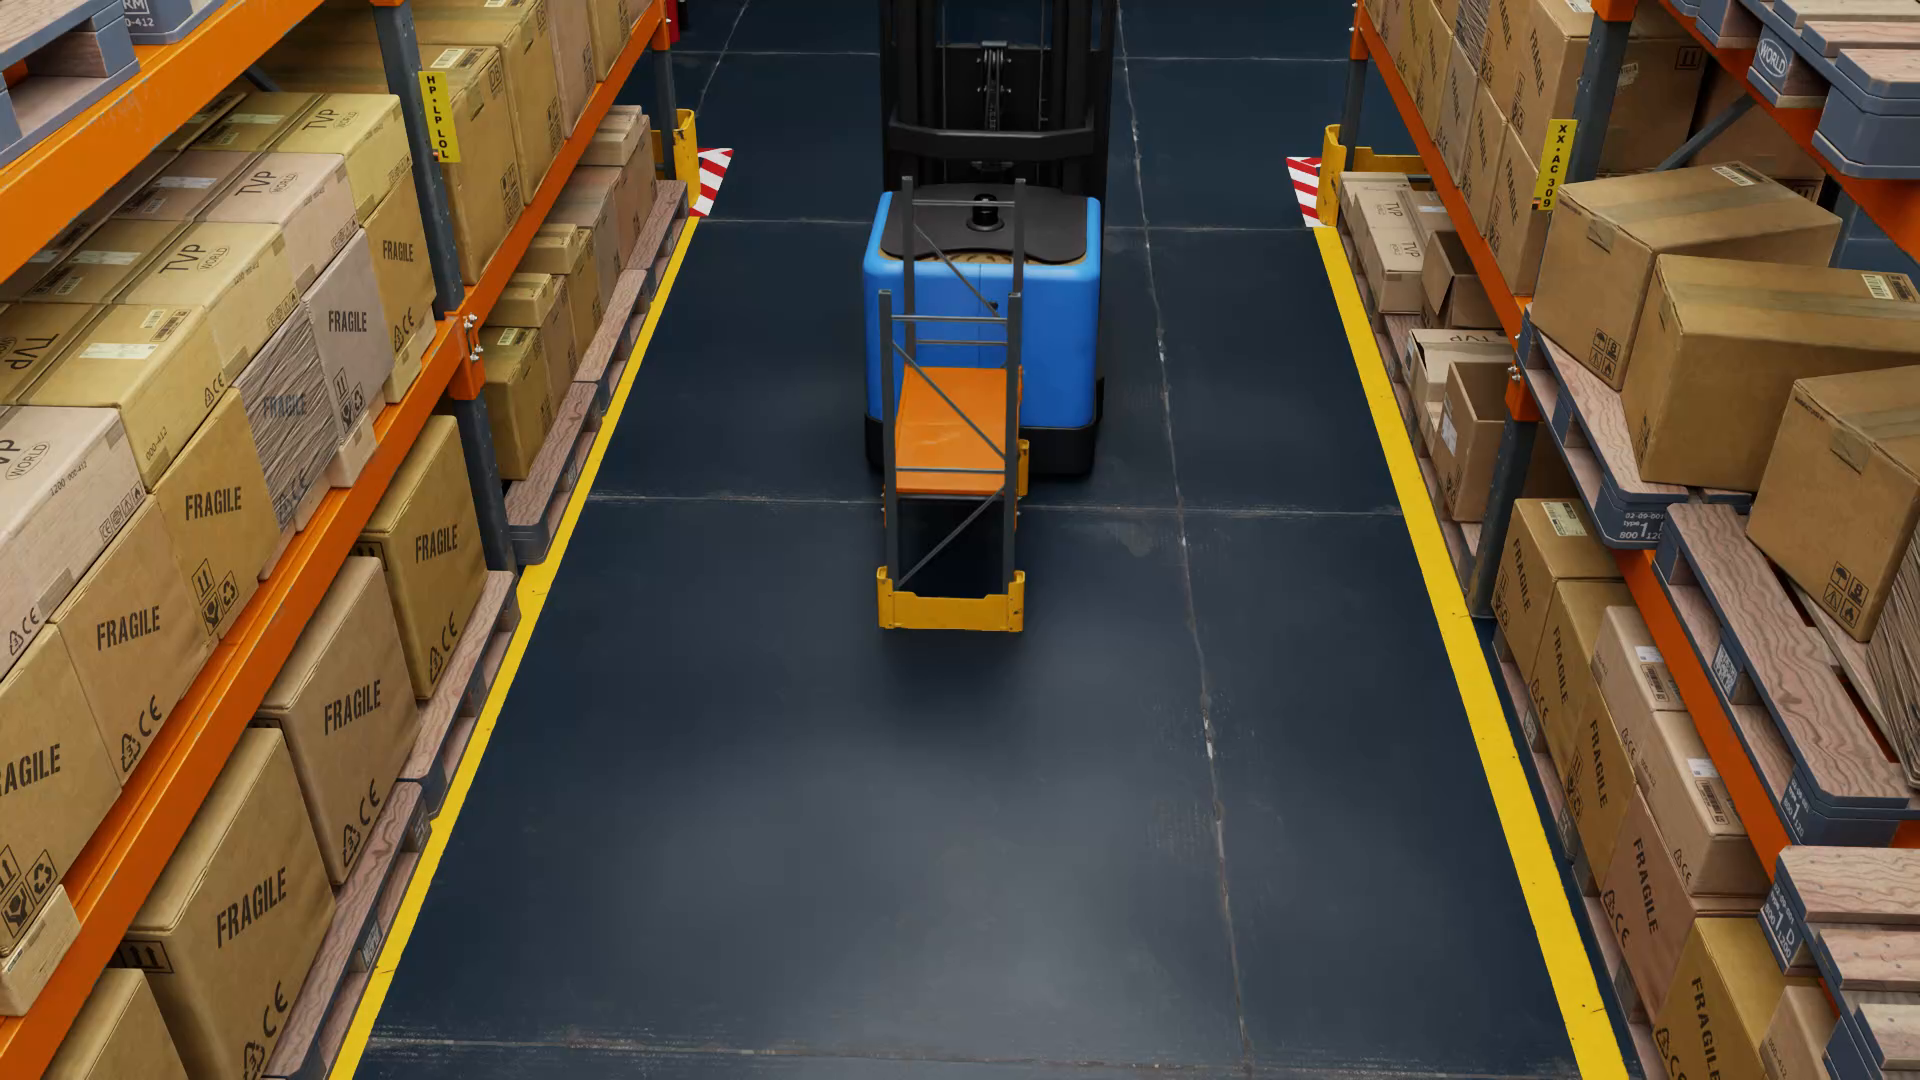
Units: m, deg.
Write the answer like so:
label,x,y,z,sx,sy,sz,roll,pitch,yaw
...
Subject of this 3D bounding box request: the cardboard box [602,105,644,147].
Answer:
label,x,y,z,sx,sy,sz,roll,pitch,yaw
cardboard box,-1.951,-2.269,9.114,0.380,0.149,0.250,1,35,1

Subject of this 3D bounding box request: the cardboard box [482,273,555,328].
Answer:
label,x,y,z,sx,sy,sz,roll,pitch,yaw
cardboard box,-2.032,-1.073,7.412,0.380,0.149,0.250,2,35,3

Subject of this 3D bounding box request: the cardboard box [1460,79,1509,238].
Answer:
label,x,y,z,sx,sy,sz,roll,pitch,yaw
cardboard box,2.373,-1.556,6.769,0.500,0.500,0.500,2,35,3

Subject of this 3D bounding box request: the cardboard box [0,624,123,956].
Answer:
label,x,y,z,sx,sy,sz,roll,pitch,yaw
cardboard box,-2.215,0.515,3.545,0.500,0.500,0.500,2,35,3

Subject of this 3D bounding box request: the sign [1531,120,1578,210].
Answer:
label,x,y,z,sx,sy,sz,roll,pitch,yaw
sign,2.047,-1.288,5.722,0.100,0.325,0.005,1,35,2

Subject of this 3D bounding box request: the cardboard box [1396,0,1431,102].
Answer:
label,x,y,z,sx,sy,sz,roll,pitch,yaw
cardboard box,2.430,-2.432,8.014,0.500,0.500,0.500,1,35,2

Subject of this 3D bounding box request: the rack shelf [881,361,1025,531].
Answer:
label,x,y,z,sx,sy,sz,roll,pitch,yaw
rack shelf,-0.011,-0.405,6.835,0.538,0.185,1.000,2,35,2

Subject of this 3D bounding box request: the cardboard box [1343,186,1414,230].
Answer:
label,x,y,z,sx,sy,sz,roll,pitch,yaw
cardboard box,2.380,-1.869,9.382,0.380,0.166,0.250,1,35,2

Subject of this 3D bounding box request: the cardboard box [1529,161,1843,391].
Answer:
label,x,y,z,sx,sy,sz,roll,pitch,yaw
cardboard box,2.347,-0.872,5.430,0.700,0.500,0.500,-10,36,-14

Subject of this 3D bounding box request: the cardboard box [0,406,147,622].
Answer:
label,x,y,z,sx,sy,sz,roll,pitch,yaw
cardboard box,-2.208,-0.069,3.724,0.500,0.250,0.500,2,35,2

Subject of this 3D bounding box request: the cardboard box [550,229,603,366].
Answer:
label,x,y,z,sx,sy,sz,roll,pitch,yaw
cardboard box,-2.182,-1.198,8.155,0.700,0.500,0.500,2,35,3

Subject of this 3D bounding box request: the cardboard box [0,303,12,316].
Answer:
label,x,y,z,sx,sy,sz,roll,pitch,yaw
cardboard box,-2.694,-0.369,4.151,0.500,0.250,0.500,1,35,1

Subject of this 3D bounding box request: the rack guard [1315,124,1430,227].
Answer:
label,x,y,z,sx,sy,sz,roll,pitch,yaw
rack guard,2.747,-2.158,9.886,1.175,0.500,0.348,1,35,2

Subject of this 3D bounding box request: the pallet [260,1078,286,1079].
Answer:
label,x,y,z,sx,sy,sz,roll,pitch,yaw
pallet,-2.414,1.949,4.293,1.003,0.211,1.213,1,35,2

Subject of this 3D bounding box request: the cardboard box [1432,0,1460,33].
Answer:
label,x,y,z,sx,sy,sz,roll,pitch,yaw
cardboard box,2.411,-2.546,7.307,0.500,0.500,0.500,1,35,1

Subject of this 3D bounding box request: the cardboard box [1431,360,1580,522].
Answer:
label,x,y,z,sx,sy,sz,roll,pitch,yaw
cardboard box,2.329,-0.417,7.026,0.500,0.500,0.500,1,35,2

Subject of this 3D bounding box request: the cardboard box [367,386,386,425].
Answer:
label,x,y,z,sx,sy,sz,roll,pitch,yaw
cardboard box,-2.133,-0.450,5.482,0.380,0.149,0.250,2,35,3

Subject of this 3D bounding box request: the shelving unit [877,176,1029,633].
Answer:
label,x,y,z,sx,sy,sz,roll,pitch,yaw
shelving unit,-0.011,-0.558,6.739,0.587,1.500,1.083,2,35,2

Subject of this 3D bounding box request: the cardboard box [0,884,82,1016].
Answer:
label,x,y,z,sx,sy,sz,roll,pitch,yaw
cardboard box,-2.162,0.875,3.597,0.380,0.149,0.250,2,35,3

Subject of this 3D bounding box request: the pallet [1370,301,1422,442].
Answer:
label,x,y,z,sx,sy,sz,roll,pitch,yaw
pallet,2.664,-0.882,8.322,1.003,0.211,1.213,1,35,2

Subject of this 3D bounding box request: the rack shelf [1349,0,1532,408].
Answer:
label,x,y,z,sx,sy,sz,roll,pitch,yaw
rack shelf,2.670,-1.781,7.801,1.077,0.370,4.000,1,35,2

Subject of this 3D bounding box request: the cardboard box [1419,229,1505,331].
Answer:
label,x,y,z,sx,sy,sz,roll,pitch,yaw
cardboard box,2.660,-1.164,8.086,0.797,0.503,0.637,1,35,2

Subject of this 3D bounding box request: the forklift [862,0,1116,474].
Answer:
label,x,y,z,sx,sy,sz,roll,pitch,yaw
forklift,0.187,-2.324,8.007,1.130,2.935,3.031,2,35,3

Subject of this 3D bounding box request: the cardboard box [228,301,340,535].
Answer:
label,x,y,z,sx,sy,sz,roll,pitch,yaw
cardboard box,-2.166,-0.356,4.785,0.500,0.500,0.500,1,35,2

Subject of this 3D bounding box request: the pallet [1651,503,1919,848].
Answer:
label,x,y,z,sx,sy,sz,roll,pitch,yaw
pallet,2.502,0.333,4.334,1.003,0.211,1.213,1,35,2

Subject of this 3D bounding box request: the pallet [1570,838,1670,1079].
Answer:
label,x,y,z,sx,sy,sz,roll,pitch,yaw
pallet,2.548,1.386,5.095,1.003,0.211,1.213,1,35,2

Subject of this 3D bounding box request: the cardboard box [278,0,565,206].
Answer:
label,x,y,z,sx,sy,sz,roll,pitch,yaw
cardboard box,-2.287,-1.892,7.072,0.980,0.700,0.700,0,35,1

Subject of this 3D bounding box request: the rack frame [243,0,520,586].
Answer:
label,x,y,z,sx,sy,sz,roll,pitch,yaw
rack frame,-2.360,-1.038,6.119,1.000,3.000,0.127,1,35,2

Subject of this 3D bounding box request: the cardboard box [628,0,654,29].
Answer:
label,x,y,z,sx,sy,sz,roll,pitch,yaw
cardboard box,-2.210,-3.166,8.885,0.980,0.700,0.700,3,35,4

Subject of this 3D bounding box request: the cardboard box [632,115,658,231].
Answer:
label,x,y,z,sx,sy,sz,roll,pitch,yaw
cardboard box,-2.128,-2.081,9.411,0.700,0.500,0.500,1,35,2

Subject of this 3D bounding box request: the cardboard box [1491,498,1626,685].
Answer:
label,x,y,z,sx,sy,sz,roll,pitch,yaw
cardboard box,2.327,0.189,6.164,0.500,0.500,0.500,0,35,0

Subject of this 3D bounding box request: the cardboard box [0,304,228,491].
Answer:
label,x,y,z,sx,sy,sz,roll,pitch,yaw
cardboard box,-2.194,-0.362,4.142,0.500,0.250,0.500,1,35,1

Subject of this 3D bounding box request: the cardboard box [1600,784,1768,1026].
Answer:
label,x,y,z,sx,sy,sz,roll,pitch,yaw
cardboard box,2.268,1.073,4.906,0.500,0.500,0.500,0,35,0

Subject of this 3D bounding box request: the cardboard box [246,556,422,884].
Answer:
label,x,y,z,sx,sy,sz,roll,pitch,yaw
cardboard box,-2.289,0.556,5.354,0.750,0.750,0.750,2,35,3

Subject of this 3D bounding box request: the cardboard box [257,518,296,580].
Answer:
label,x,y,z,sx,sy,sz,roll,pitch,yaw
cardboard box,-2.186,-0.014,4.863,0.380,0.149,0.250,0,35,1

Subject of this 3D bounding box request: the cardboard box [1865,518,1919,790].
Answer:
label,x,y,z,sx,sy,sz,roll,pitch,yaw
cardboard box,2.569,0.274,3.800,0.700,0.500,0.500,8,36,11

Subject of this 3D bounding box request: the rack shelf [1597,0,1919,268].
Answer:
label,x,y,z,sx,sy,sz,roll,pitch,yaw
rack shelf,2.509,-0.710,3.668,1.077,0.370,4.000,1,35,2

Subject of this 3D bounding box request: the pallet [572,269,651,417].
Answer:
label,x,y,z,sx,sy,sz,roll,pitch,yaw
pallet,-2.205,-1.035,8.540,1.003,0.211,1.213,1,35,2

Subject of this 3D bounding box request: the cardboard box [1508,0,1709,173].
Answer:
label,x,y,z,sx,sy,sz,roll,pitch,yaw
cardboard box,2.351,-1.673,6.065,0.500,0.500,0.500,2,35,2

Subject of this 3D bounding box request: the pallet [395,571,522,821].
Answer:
label,x,y,z,sx,sy,sz,roll,pitch,yaw
pallet,-2.316,0.547,6.287,1.003,0.211,1.213,1,35,2

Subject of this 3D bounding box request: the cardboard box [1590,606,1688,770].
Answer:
label,x,y,z,sx,sy,sz,roll,pitch,yaw
cardboard box,2.286,0.457,5.131,0.500,0.250,0.500,1,35,2
